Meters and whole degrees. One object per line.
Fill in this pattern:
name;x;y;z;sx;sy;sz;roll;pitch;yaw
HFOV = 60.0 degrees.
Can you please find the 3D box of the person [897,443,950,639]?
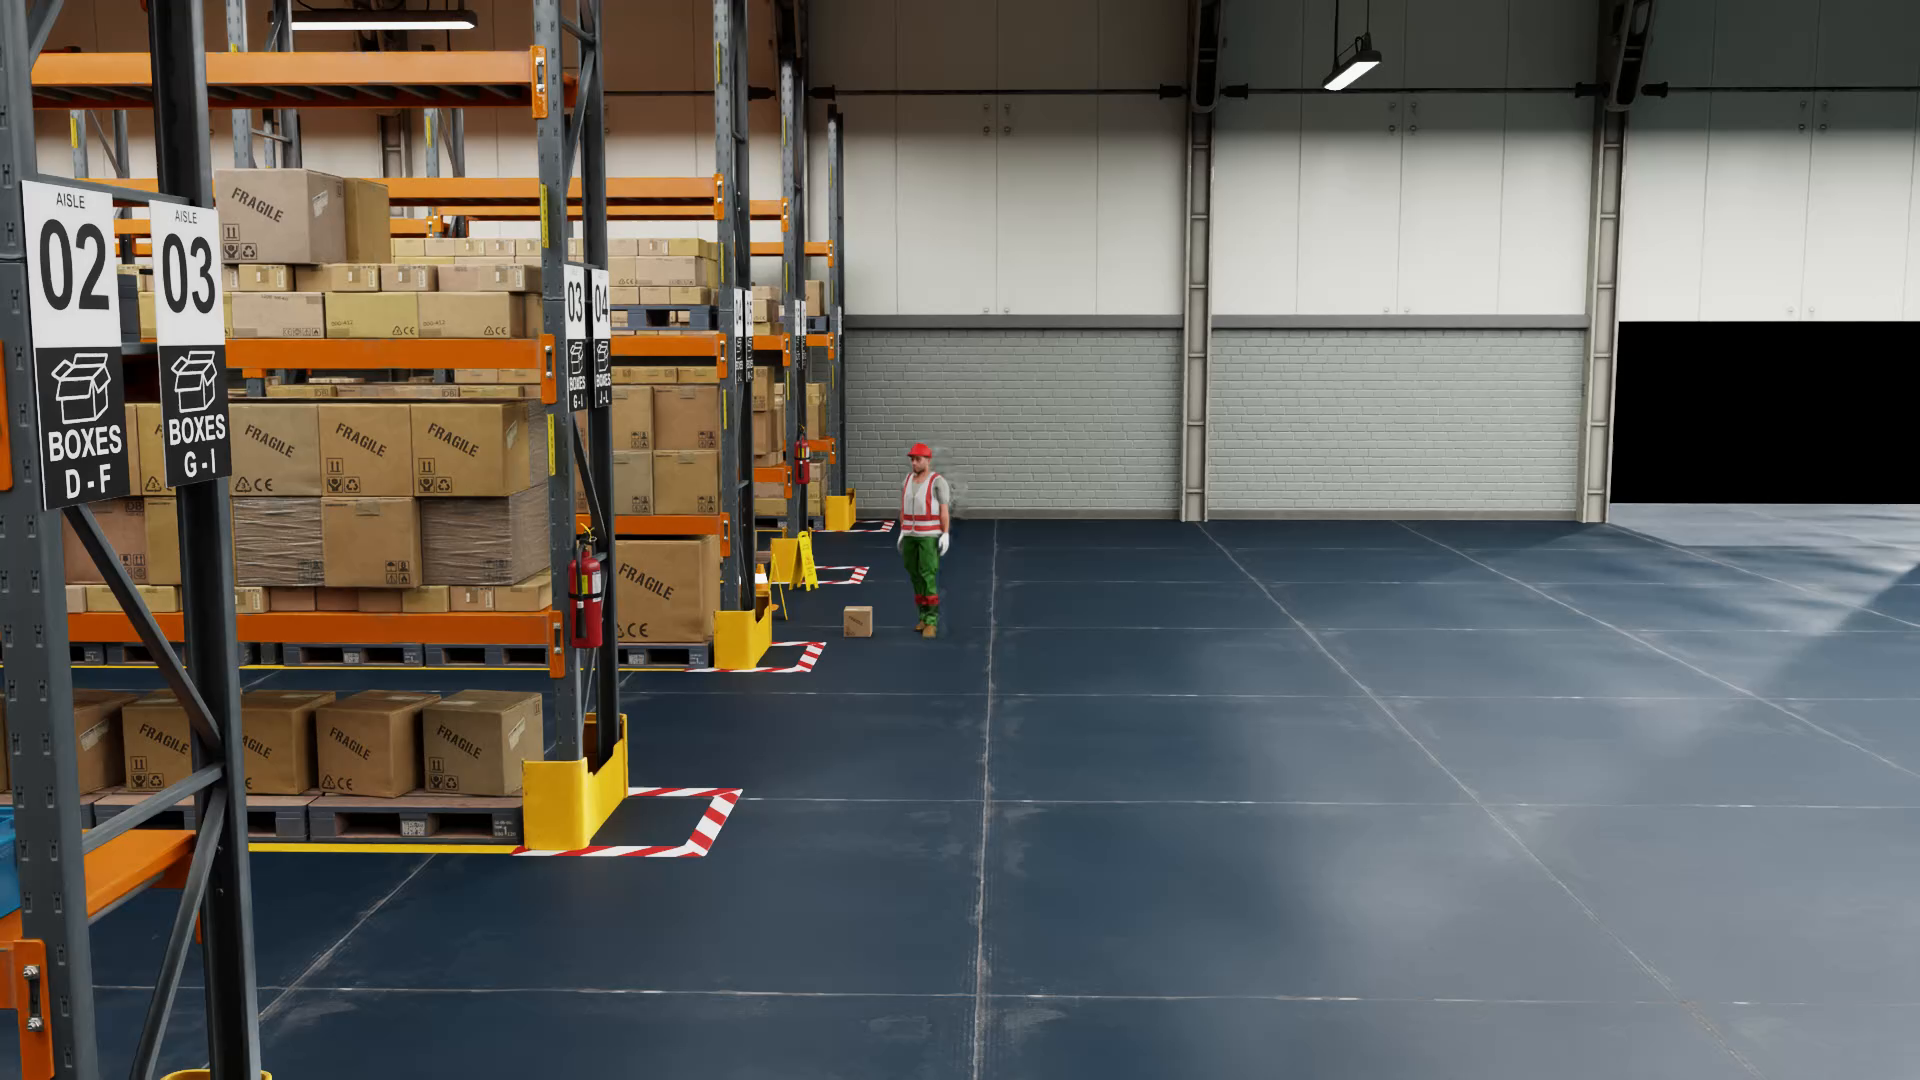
person;-0.400;0.002;15.708;0.578;1.821;0.515;4;8;31
